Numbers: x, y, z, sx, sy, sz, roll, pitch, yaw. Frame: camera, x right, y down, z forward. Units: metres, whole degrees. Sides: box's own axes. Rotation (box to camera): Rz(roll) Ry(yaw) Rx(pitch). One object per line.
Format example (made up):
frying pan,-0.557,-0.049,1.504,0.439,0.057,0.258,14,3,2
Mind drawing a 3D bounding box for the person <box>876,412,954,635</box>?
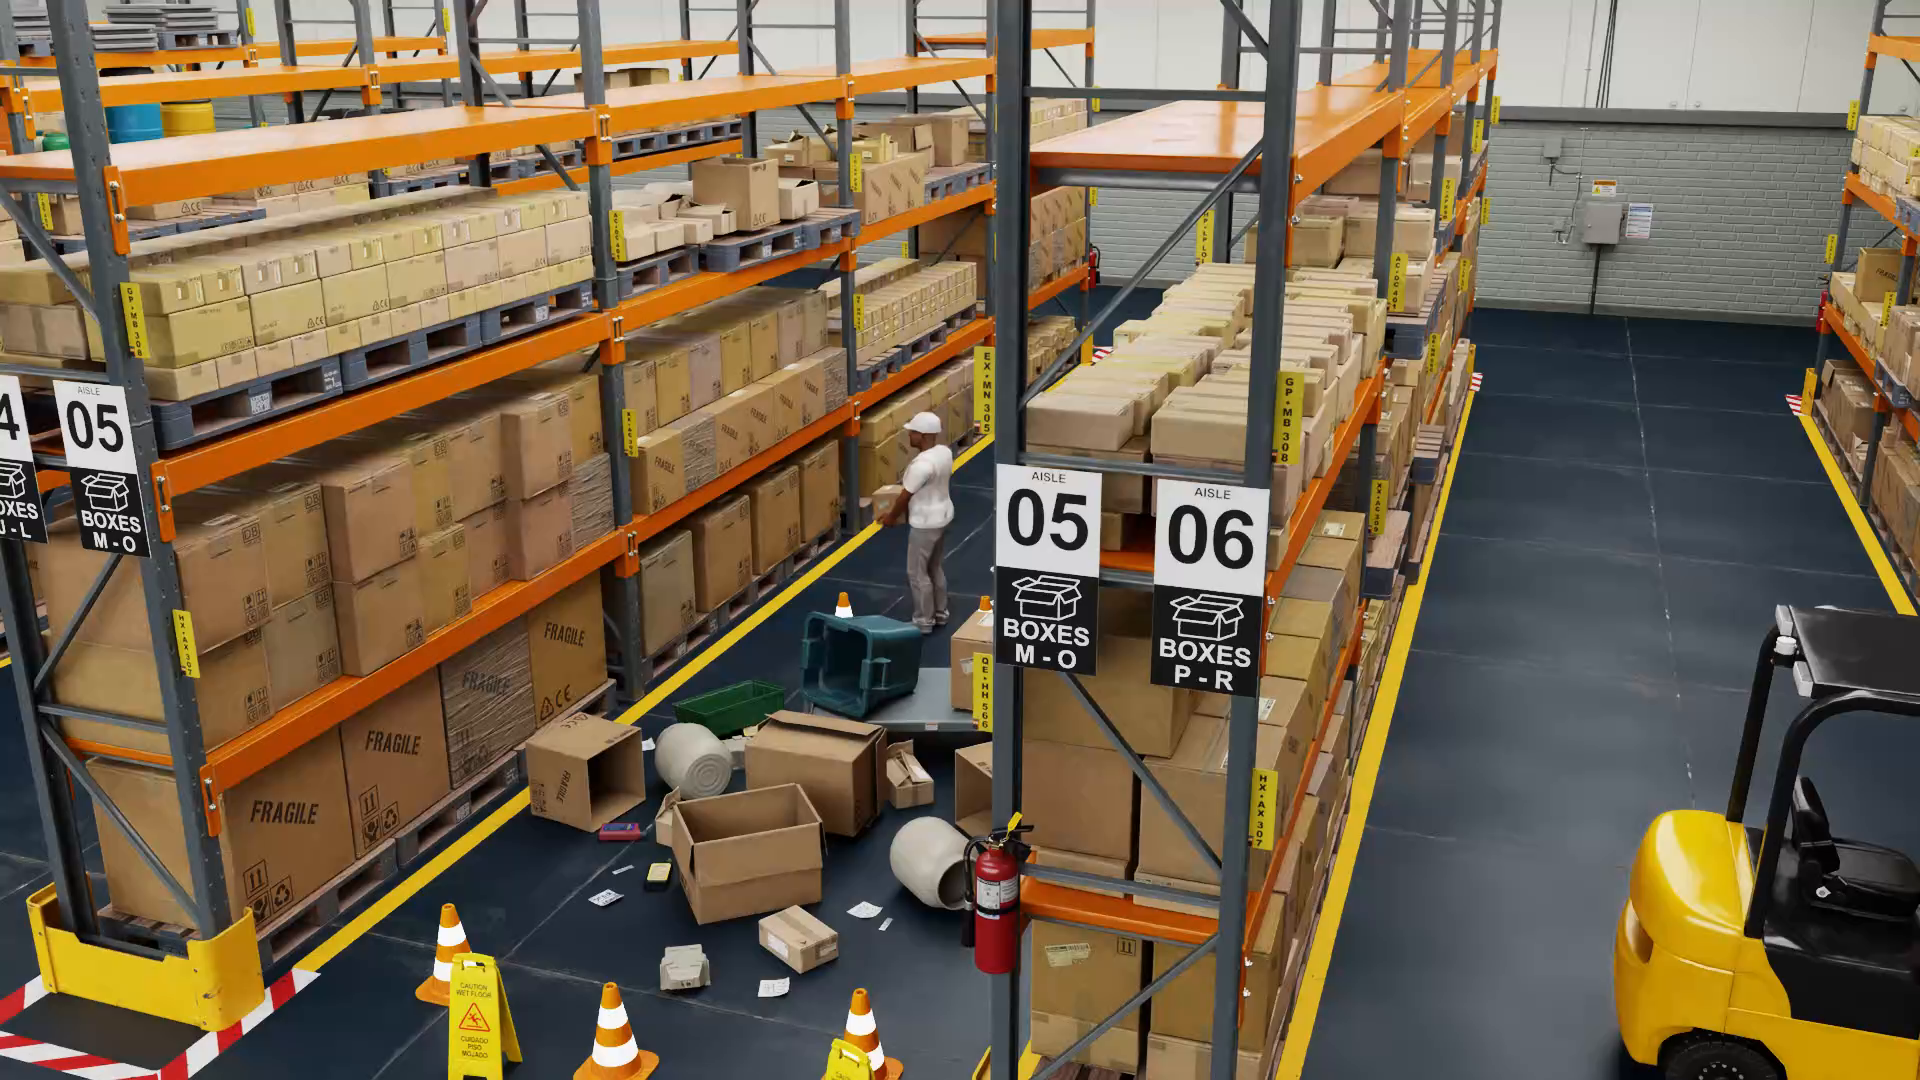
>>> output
person,-0.344,-0.143,12.952,0.563,1.763,0.505,6,19,17
